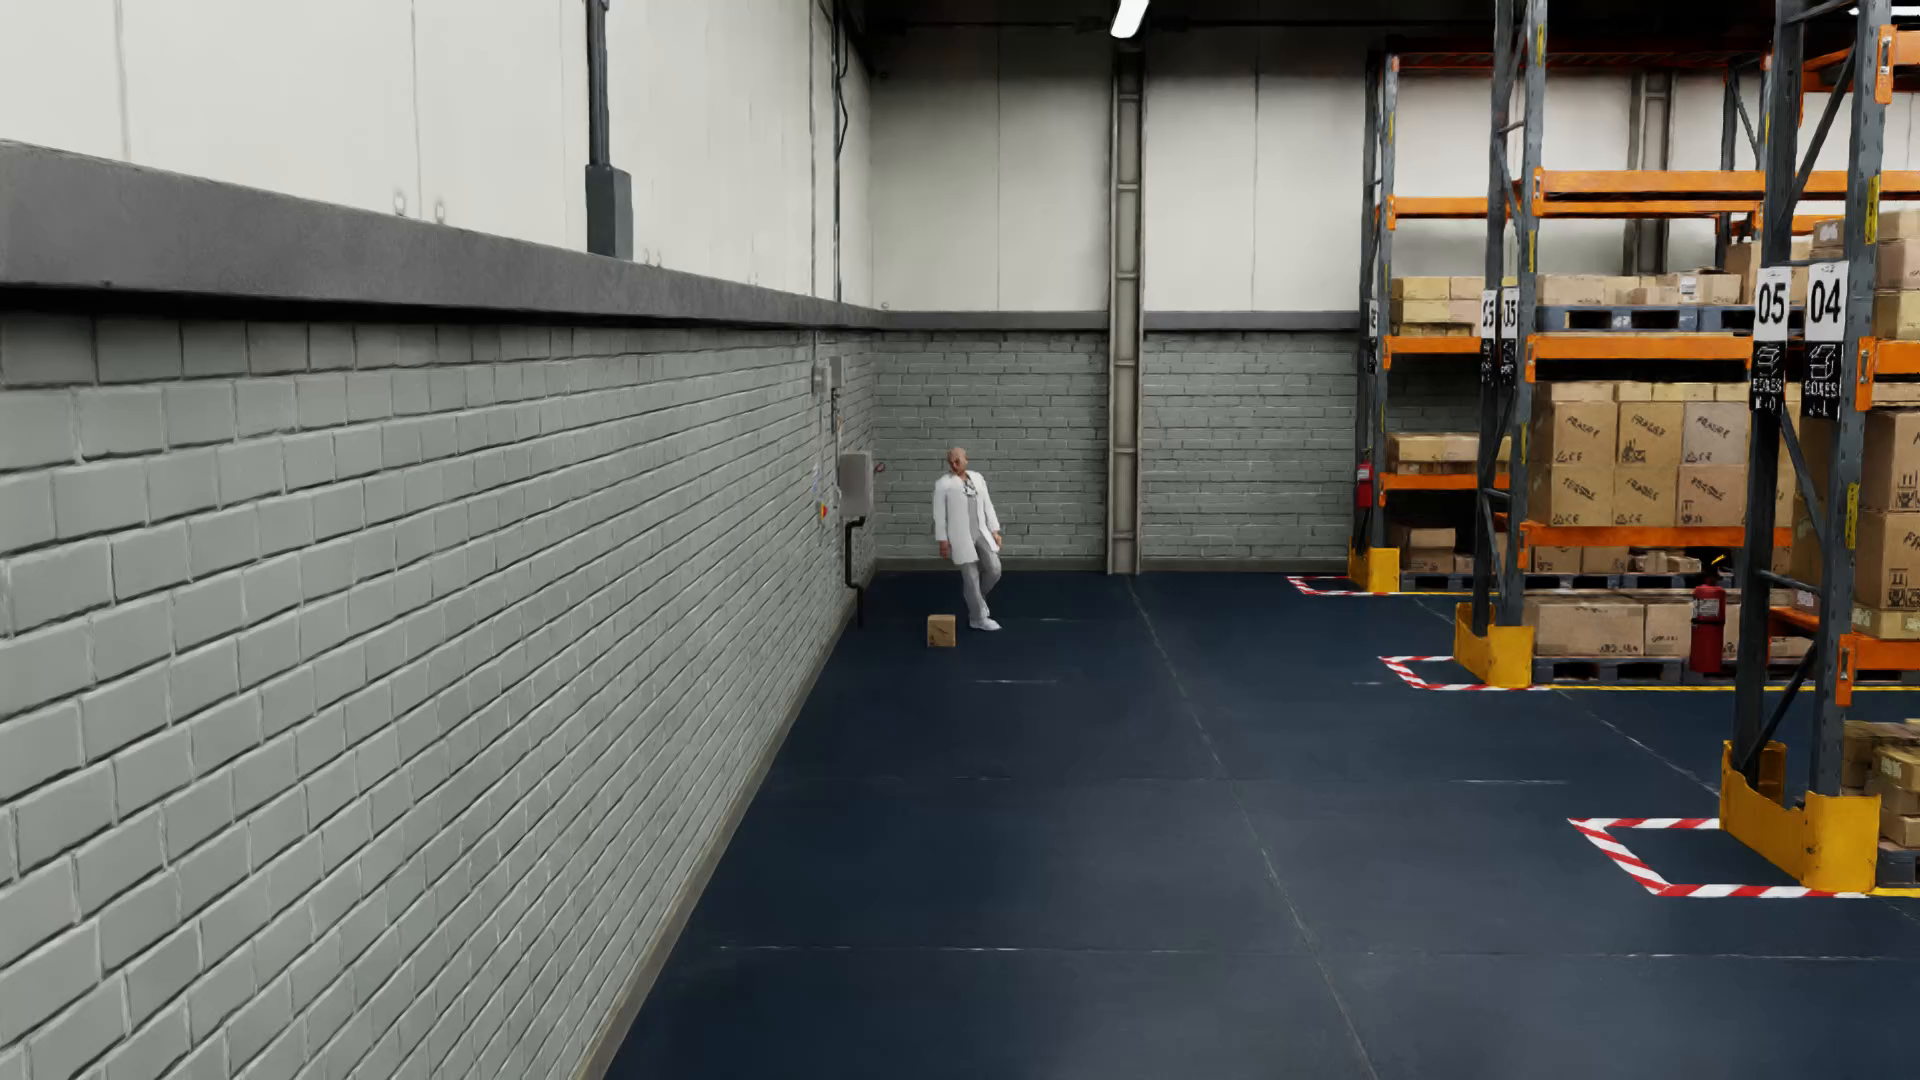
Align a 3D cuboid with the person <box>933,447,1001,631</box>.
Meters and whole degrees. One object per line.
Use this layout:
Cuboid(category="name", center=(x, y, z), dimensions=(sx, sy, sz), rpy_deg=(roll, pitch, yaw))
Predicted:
Cuboid(category="person", center=(0.080, -0.017, 16.035), dimensions=(0.652, 1.764, 0.595), rpy_deg=(-5, 9, -34))
